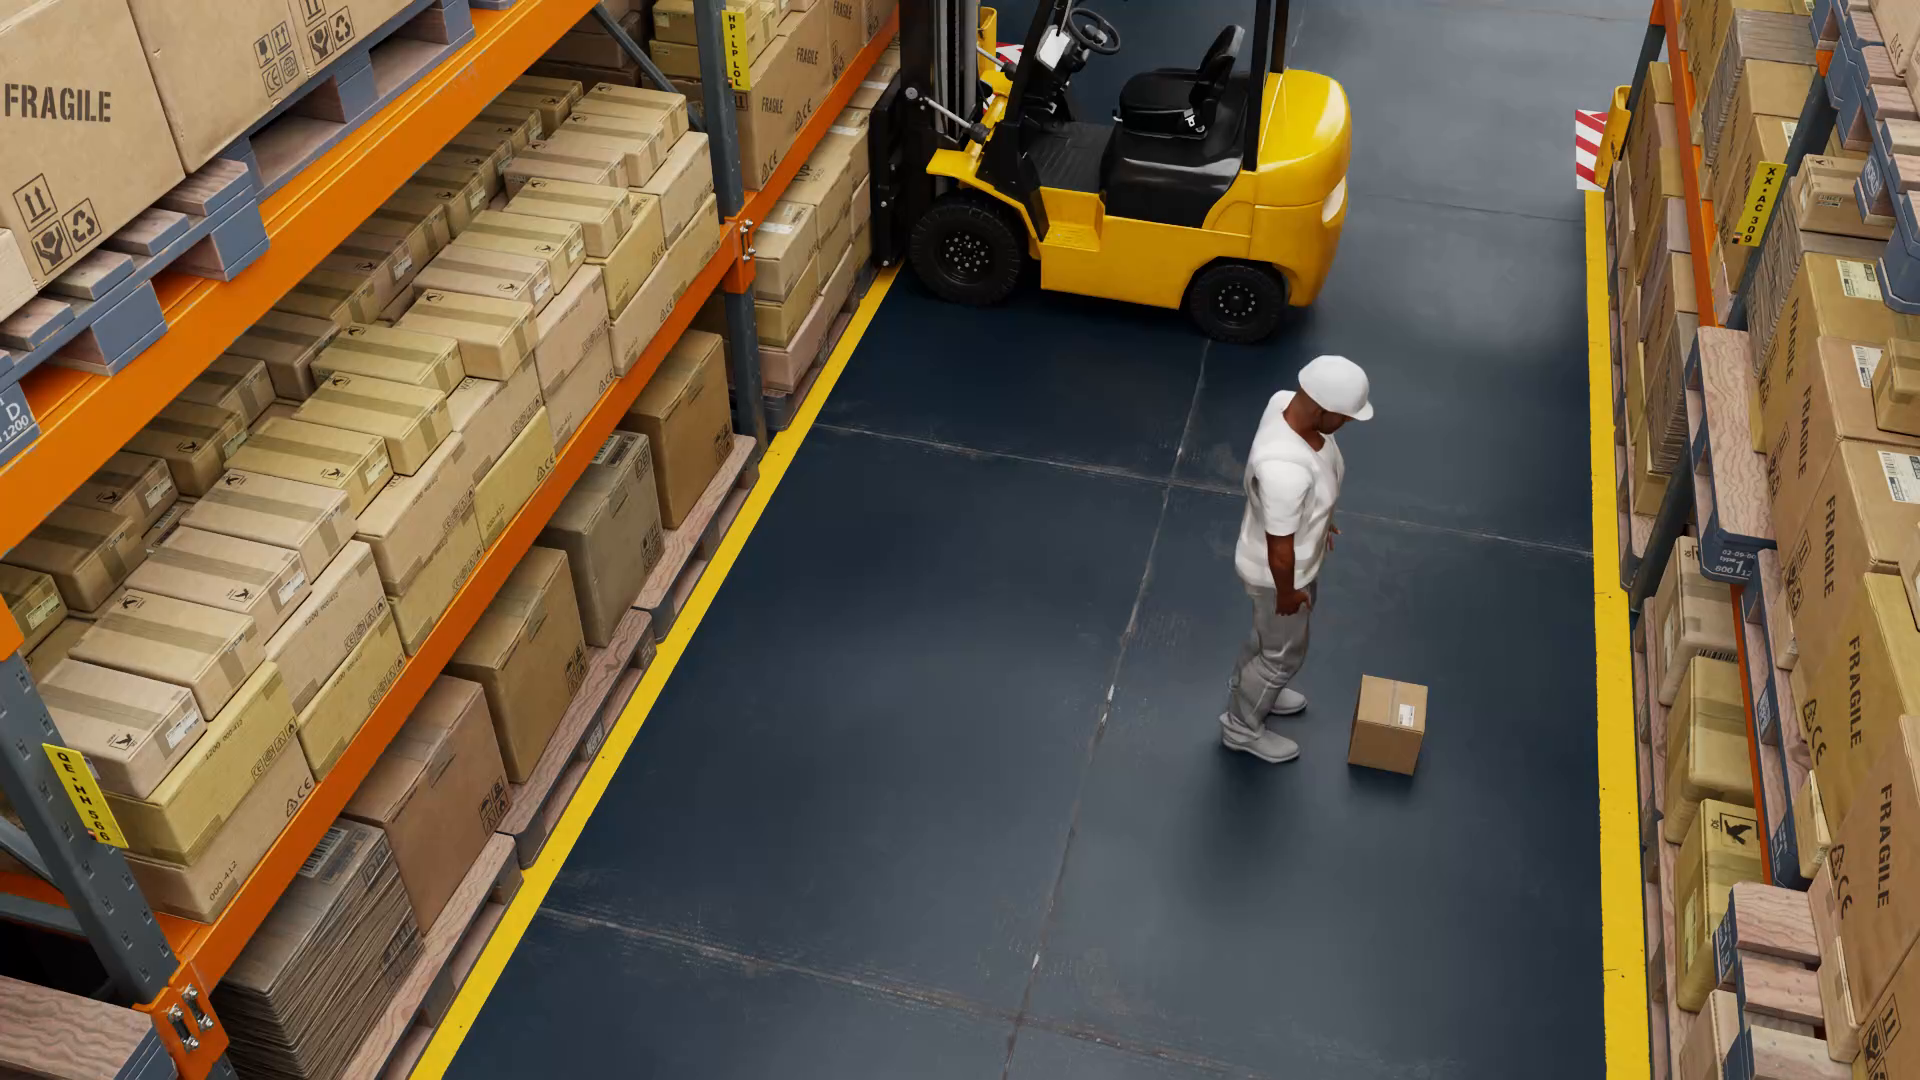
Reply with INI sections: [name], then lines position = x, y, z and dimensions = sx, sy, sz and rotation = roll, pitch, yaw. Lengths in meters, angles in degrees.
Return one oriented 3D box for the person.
[person]
position = 1.205, 0.055, 6.091
dimensions = 0.390, 1.750, 0.575
rotation = 11, 42, 12
